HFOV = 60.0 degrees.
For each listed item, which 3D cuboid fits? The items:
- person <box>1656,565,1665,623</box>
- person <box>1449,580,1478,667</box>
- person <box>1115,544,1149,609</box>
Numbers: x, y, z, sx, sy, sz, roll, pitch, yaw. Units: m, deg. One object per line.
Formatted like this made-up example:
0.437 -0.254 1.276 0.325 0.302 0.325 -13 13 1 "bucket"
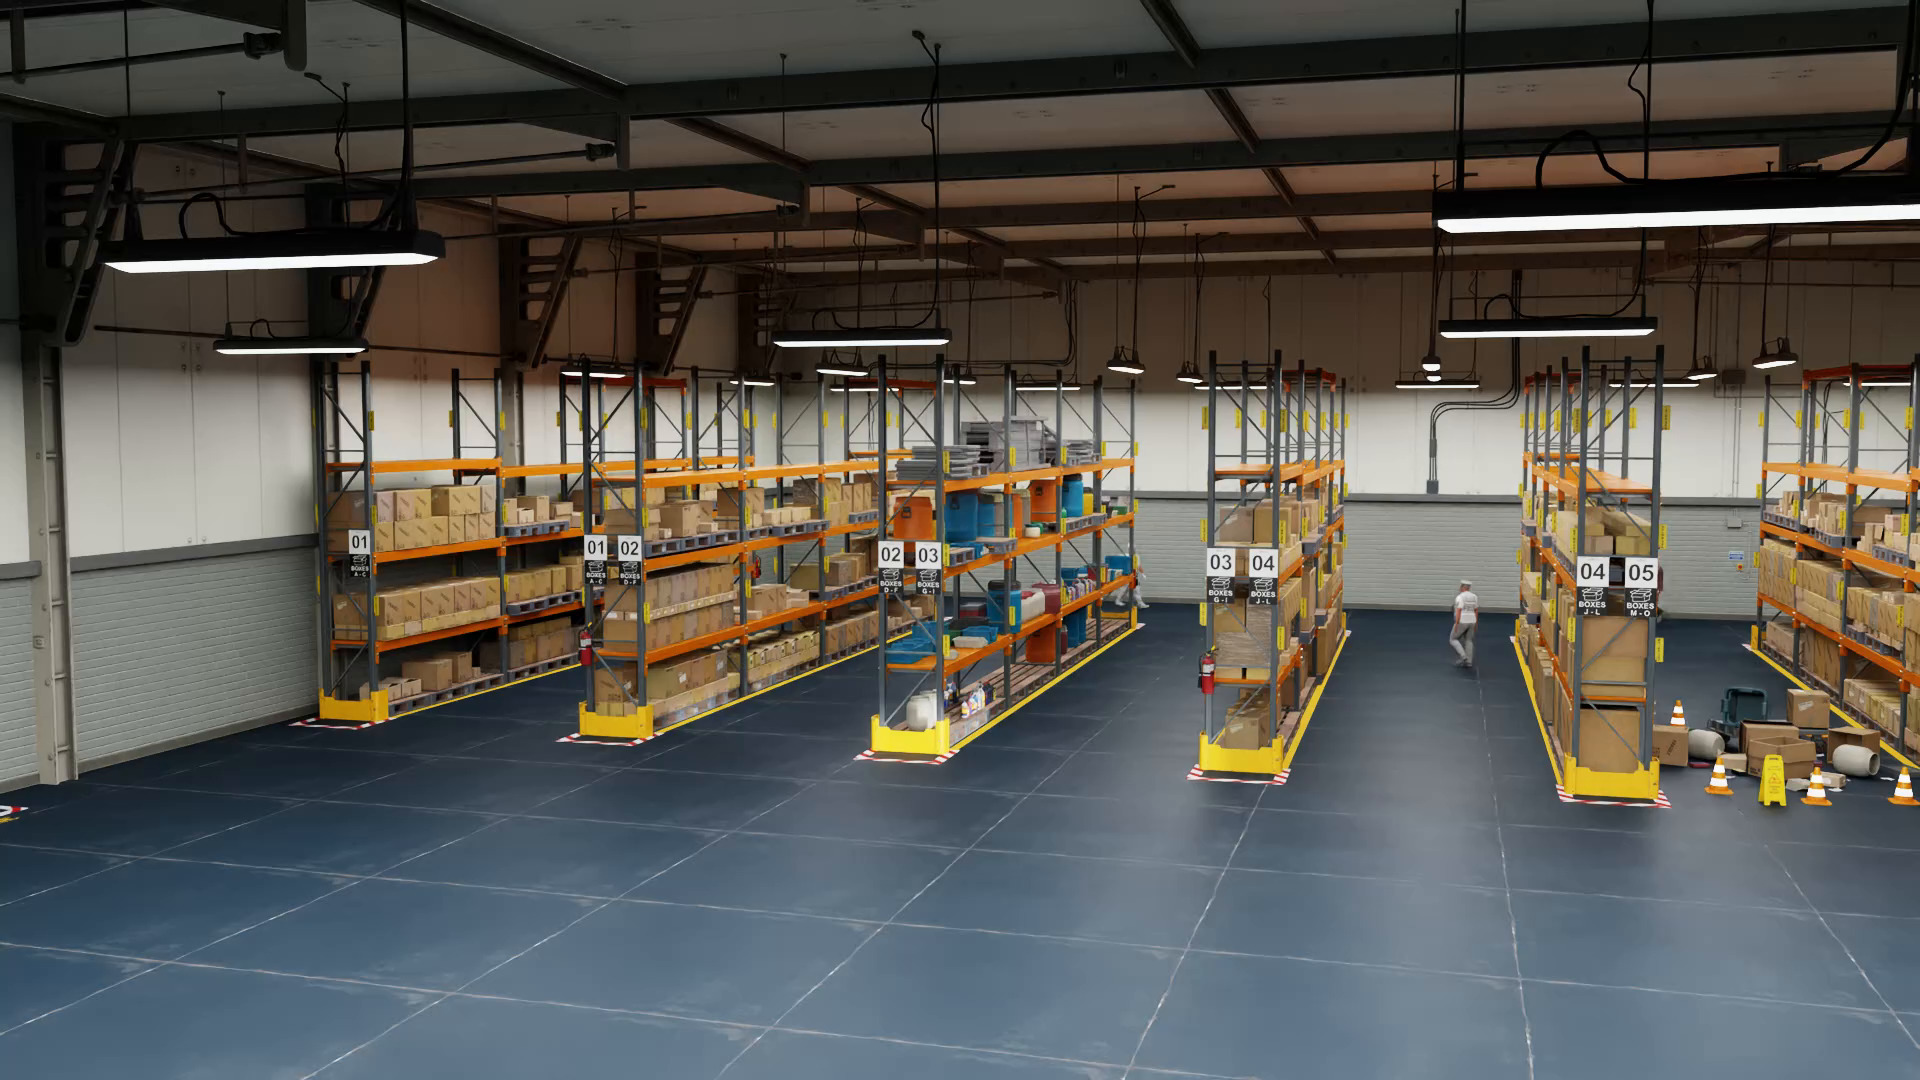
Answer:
16.869 1.219 40.469 0.882 1.752 0.591 -2 4 -23 "person"
10.314 1.699 33.894 0.587 1.763 0.481 -2 4 -24 "person"
4.626 0.960 44.390 1.077 1.743 0.508 2 5 29 "person"
